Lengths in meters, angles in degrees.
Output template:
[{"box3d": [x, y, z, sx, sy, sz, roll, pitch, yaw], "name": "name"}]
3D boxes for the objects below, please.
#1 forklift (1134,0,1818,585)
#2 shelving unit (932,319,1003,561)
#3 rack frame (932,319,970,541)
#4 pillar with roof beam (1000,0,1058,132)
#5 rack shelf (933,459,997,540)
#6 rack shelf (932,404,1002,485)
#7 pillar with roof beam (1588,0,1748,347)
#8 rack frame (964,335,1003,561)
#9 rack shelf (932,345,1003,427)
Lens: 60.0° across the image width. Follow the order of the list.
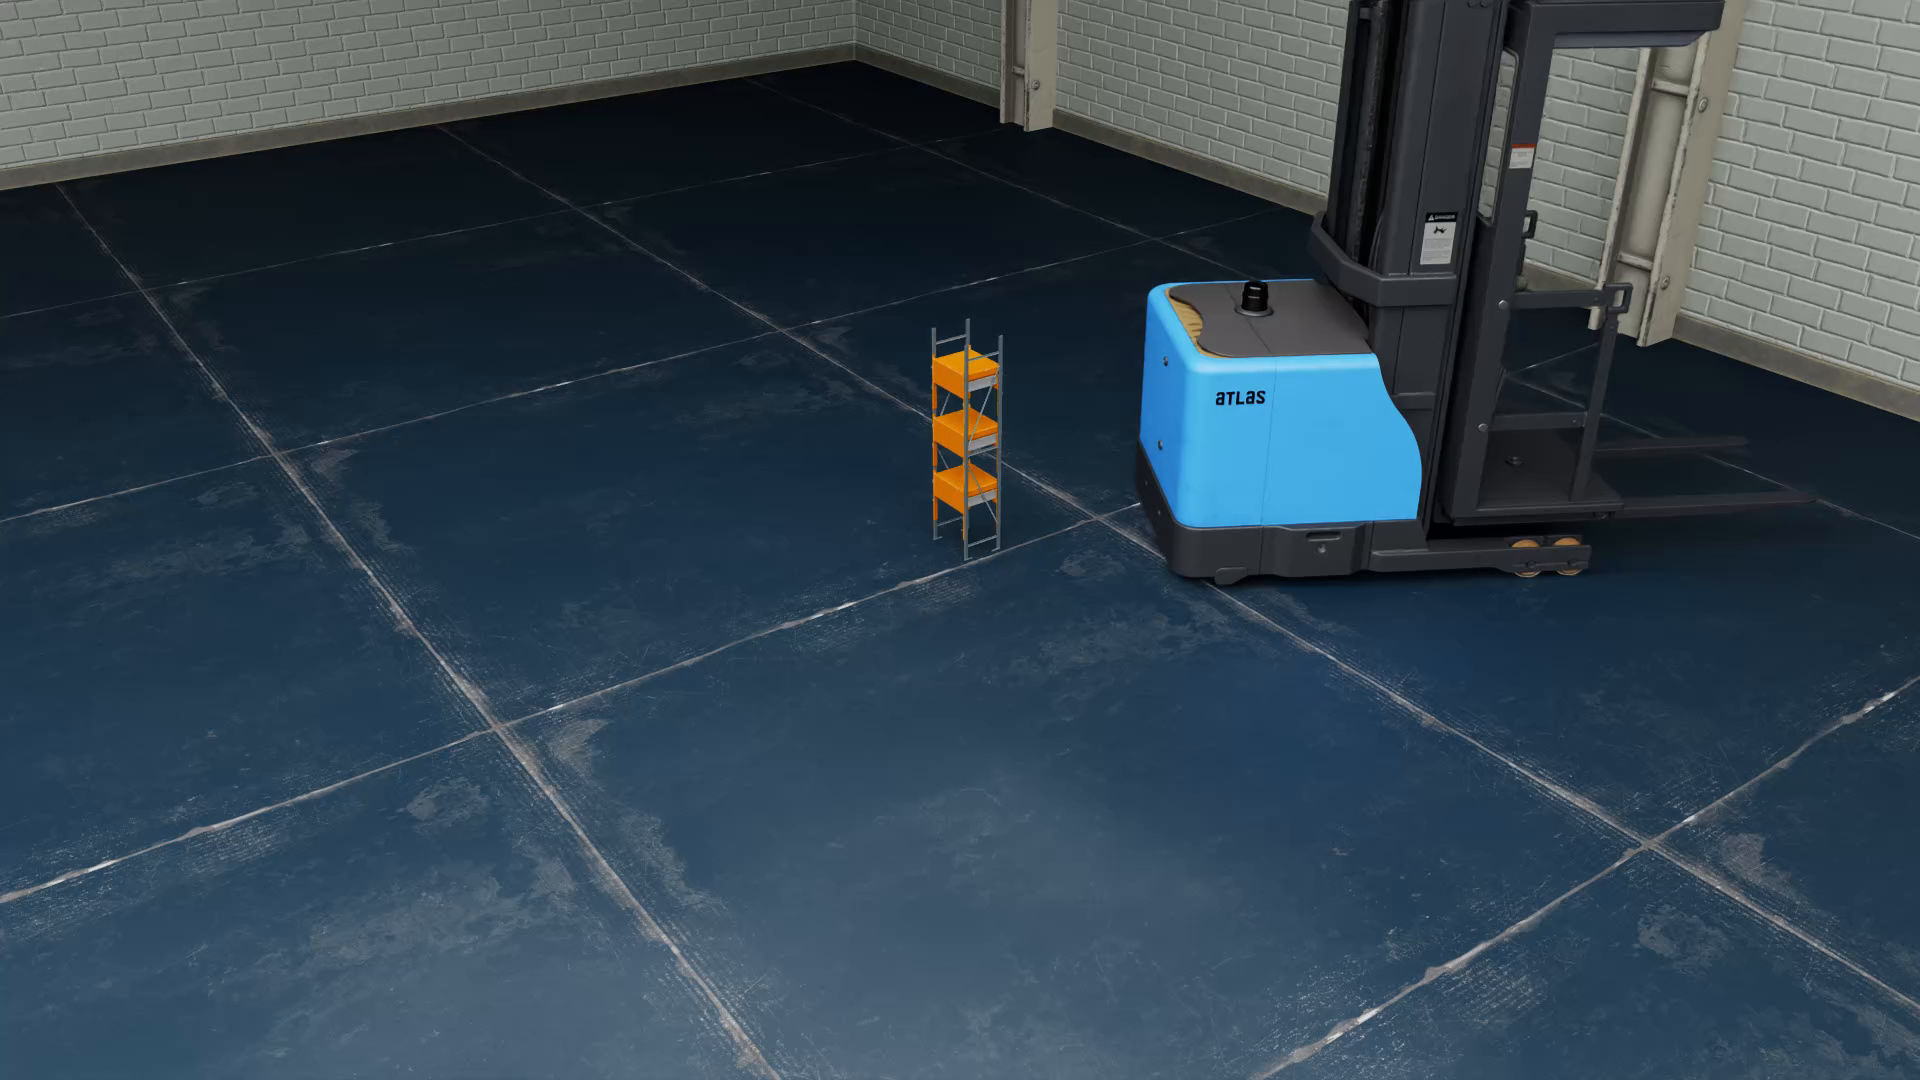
[{"box3d": [2.400, -1.370, 7.201, 3.031, 2.935, 1.130, -3, 29, -5], "name": "forklift"}, {"box3d": [0.031, -0.441, 7.461, 0.215, 1.050, 0.252, -19, 34, -31], "name": "shelving unit"}, {"box3d": [-0.040, -0.488, 7.548, 0.200, 1.050, 0.008, -19, 34, -31], "name": "rack frame"}, {"box3d": [-2.925, -6.357, 10.026, 9.100, 9.000, 0.400, -19, 34, -31], "name": "pillar with roof beam"}, {"box3d": [0.031, -0.187, 7.599, 0.215, 0.259, 0.240, -19, 34, -31], "name": "rack shelf"}, {"box3d": [0.031, -0.431, 7.466, 0.215, 0.259, 0.240, -19, 34, -31], "name": "rack shelf"}, {"box3d": [0.556, -4.024, 5.731, 9.100, 9.000, 0.400, -19, 34, -31], "name": "pillar with roof beam"}, {"box3d": [0.102, -0.393, 7.374, 0.200, 1.050, 0.008, -19, 34, -31], "name": "rack frame"}, {"box3d": [0.031, -0.681, 7.331, 0.215, 0.259, 0.240, -19, 34, -31], "name": "rack shelf"}]
